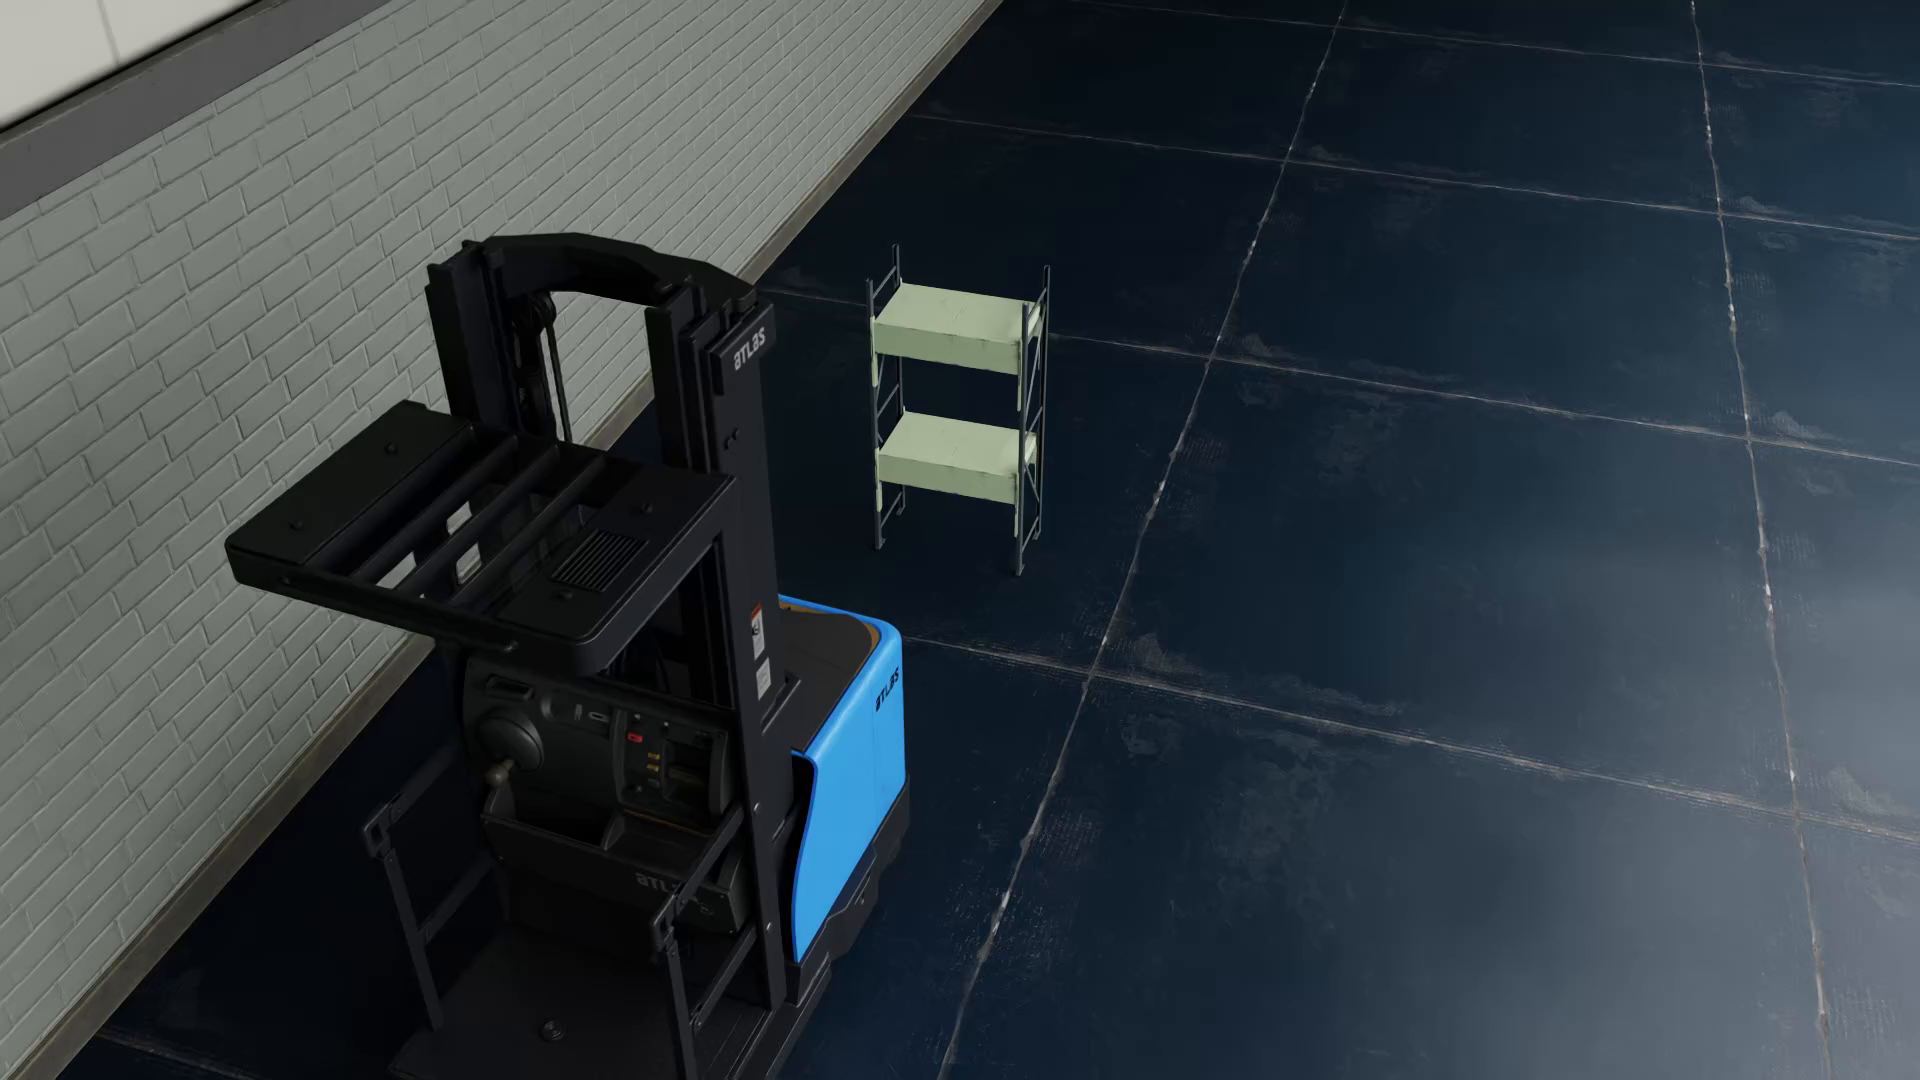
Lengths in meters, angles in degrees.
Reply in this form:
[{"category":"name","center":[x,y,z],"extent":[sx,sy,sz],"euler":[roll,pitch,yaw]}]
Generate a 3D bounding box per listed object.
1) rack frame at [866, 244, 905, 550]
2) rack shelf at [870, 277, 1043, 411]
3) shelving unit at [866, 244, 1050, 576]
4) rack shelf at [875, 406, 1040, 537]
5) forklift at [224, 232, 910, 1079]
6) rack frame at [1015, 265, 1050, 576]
[{"category":"rack frame","center":[-0.356,-0.670,8.080],"extent":[0.023,1.500,0.400],"euler":[10,38,14]},{"category":"rack shelf","center":[-0.006,-0.919,7.761],"extent":[0.720,0.370,0.431],"euler":[10,38,14]},{"category":"shelving unit","center":[-0.006,-0.605,7.992],"extent":[0.755,1.500,0.431],"euler":[10,38,14]},{"category":"rack shelf","center":[-0.006,-0.343,8.185],"extent":[0.720,0.370,0.431],"euler":[10,38,14]},{"category":"forklift","center":[-1.213,0.706,5.003],"extent":[1.130,2.935,3.031],"euler":[13,38,17]},{"category":"rack frame","center":[0.343,-0.541,7.904],"extent":[0.023,1.500,0.400],"euler":[10,38,14]}]
